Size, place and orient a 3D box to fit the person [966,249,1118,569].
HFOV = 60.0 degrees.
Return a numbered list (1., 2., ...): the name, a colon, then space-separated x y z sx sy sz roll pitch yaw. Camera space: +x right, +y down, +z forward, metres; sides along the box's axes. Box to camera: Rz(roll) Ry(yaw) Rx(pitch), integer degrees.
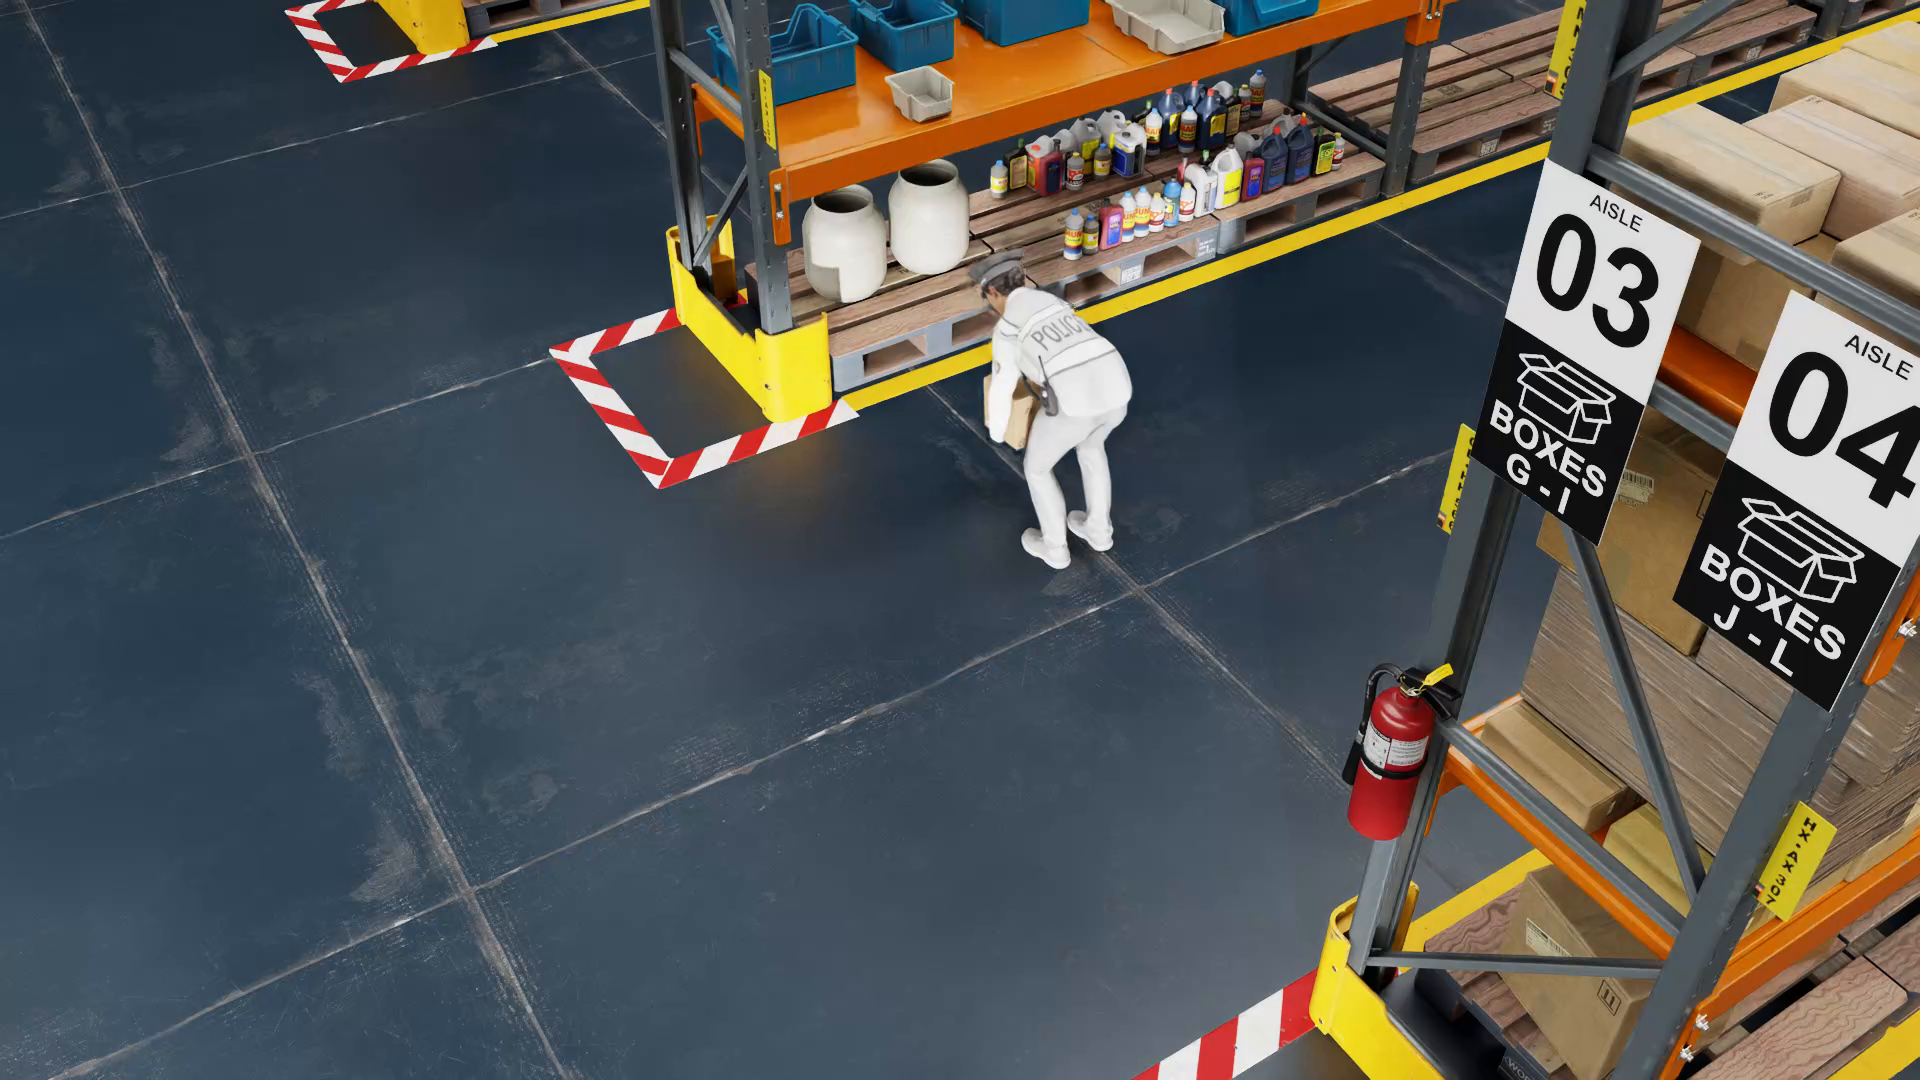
1. person: 0.342 -0.574 7.136 0.400 1.251 0.898 -24 46 -25
